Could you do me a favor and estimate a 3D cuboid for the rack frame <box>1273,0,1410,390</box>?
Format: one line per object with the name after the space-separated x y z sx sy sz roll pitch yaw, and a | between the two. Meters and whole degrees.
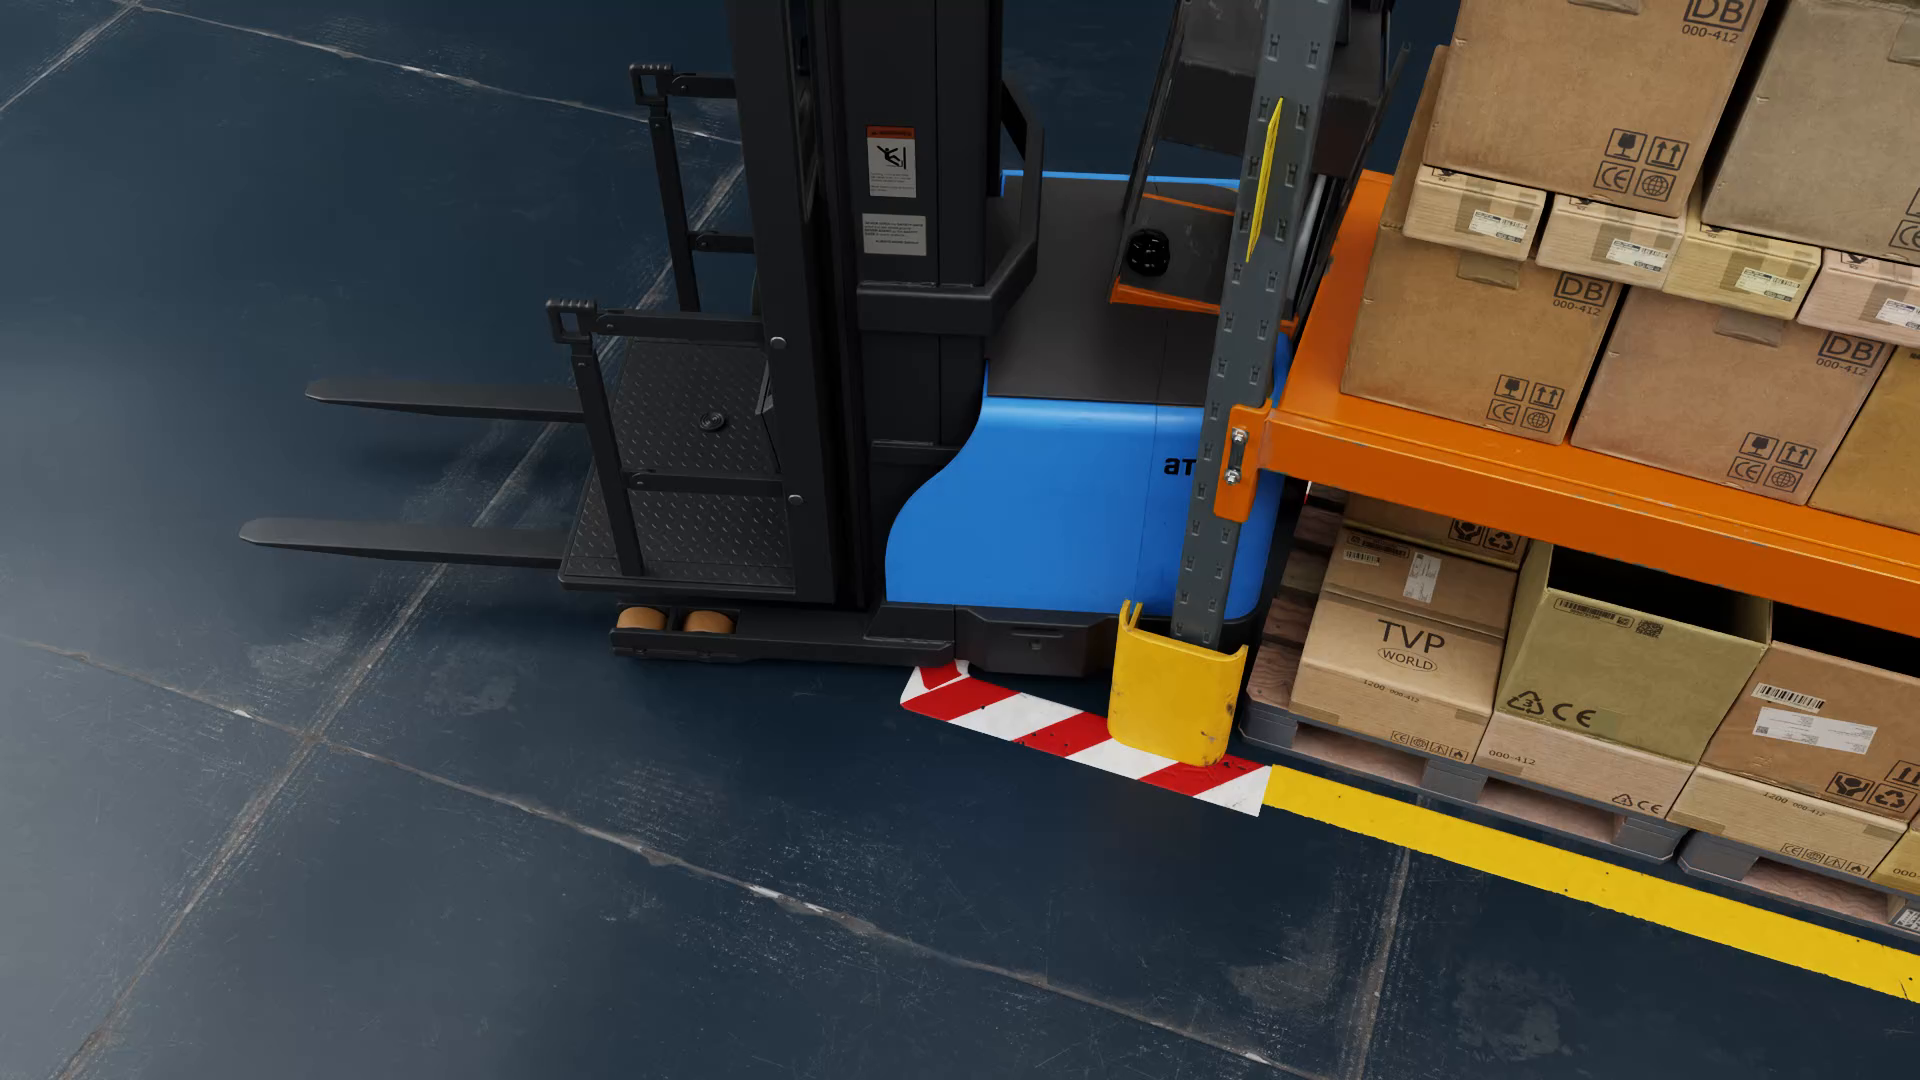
0.877 -0.570 4.566 0.015 2.100 0.400 12 51 1 | rack frame

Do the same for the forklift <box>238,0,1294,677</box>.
-0.623 -0.993 4.171 3.031 2.935 1.130 3 49 3 | forklift

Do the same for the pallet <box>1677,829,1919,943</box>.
2.663 0.624 4.569 1.213 0.211 1.003 16 51 13 | pallet

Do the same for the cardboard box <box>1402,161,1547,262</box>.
1.084 -0.770 3.437 0.250 0.149 0.380 15 51 13 | cardboard box

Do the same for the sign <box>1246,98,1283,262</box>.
0.593 -0.698 3.245 0.005 0.325 0.100 16 51 13 | sign

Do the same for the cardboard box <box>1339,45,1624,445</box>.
1.224 -0.682 3.790 0.500 0.500 0.700 16 51 13 | cardboard box

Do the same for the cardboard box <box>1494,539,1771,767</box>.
1.687 0.165 4.168 0.500 0.500 0.500 16 51 13 | cardboard box

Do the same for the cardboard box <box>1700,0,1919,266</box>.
1.769 -0.959 3.171 0.500 0.500 0.700 14 51 12 | cardboard box

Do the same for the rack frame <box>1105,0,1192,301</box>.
0.400 -0.675 4.572 0.015 2.100 0.400 12 51 1 | rack frame

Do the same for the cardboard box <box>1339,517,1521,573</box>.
1.396 -0.086 4.881 0.500 0.250 0.500 16 51 13 | cardboard box

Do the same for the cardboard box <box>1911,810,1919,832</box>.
2.623 0.430 3.938 0.500 0.500 0.500 16 51 13 | cardboard box

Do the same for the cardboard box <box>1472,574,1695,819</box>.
1.687 0.409 4.452 0.500 0.250 0.500 16 51 13 | cardboard box

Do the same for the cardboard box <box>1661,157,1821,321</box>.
1.566 -0.636 3.321 0.250 0.149 0.380 16 51 13 | cardboard box

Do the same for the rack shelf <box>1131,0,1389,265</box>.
0.725 -1.045 4.035 0.480 0.518 0.431 12 51 1 | rack shelf

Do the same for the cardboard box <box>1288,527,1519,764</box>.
1.217 0.281 4.563 0.500 0.250 0.500 16 51 13 | cardboard box

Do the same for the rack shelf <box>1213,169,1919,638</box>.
2.667 -0.021 3.759 4.000 0.370 1.077 16 51 13 | rack shelf

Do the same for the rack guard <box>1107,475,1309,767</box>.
0.768 0.032 4.891 0.348 0.500 1.175 16 51 13 | rack guard

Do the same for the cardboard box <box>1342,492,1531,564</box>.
1.397 -0.333 4.599 0.500 0.500 0.500 16 51 13 | cardboard box

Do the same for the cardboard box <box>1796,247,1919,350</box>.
1.802 -0.569 3.263 0.250 0.149 0.380 15 51 13 | cardboard box

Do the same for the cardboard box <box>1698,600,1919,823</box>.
2.160 0.287 4.062 0.500 0.500 0.500 16 51 13 | cardboard box

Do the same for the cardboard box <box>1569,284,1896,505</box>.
1.719 -0.548 3.673 0.500 0.500 0.700 17 51 14 | cardboard box

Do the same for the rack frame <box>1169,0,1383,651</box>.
0.791 -0.780 3.941 0.127 3.000 1.000 16 51 13 | rack frame

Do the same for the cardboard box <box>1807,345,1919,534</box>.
2.182 -0.413 3.557 0.500 0.500 0.700 16 51 13 | cardboard box

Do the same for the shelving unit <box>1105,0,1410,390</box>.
0.638 -0.622 4.569 0.503 2.100 0.431 12 51 1 | shelving unit

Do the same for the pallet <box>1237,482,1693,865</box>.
1.523 0.304 4.847 1.213 0.211 1.003 16 51 13 | pallet

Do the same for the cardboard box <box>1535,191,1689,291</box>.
1.333 -0.703 3.379 0.250 0.149 0.380 14 51 12 | cardboard box

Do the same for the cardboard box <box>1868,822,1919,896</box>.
2.623 0.675 4.222 0.500 0.250 0.500 16 51 13 | cardboard box

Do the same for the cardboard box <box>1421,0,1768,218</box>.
1.274 -1.093 3.287 0.500 0.500 0.700 16 51 13 | cardboard box

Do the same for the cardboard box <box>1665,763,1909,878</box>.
2.156 0.541 4.338 0.500 0.250 0.500 16 51 13 | cardboard box

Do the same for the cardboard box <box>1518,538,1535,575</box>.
1.870 0.036 4.775 0.500 0.250 0.500 16 51 13 | cardboard box

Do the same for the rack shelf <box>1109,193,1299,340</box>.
0.637 -0.614 4.580 0.480 0.518 0.431 12 51 1 | rack shelf
